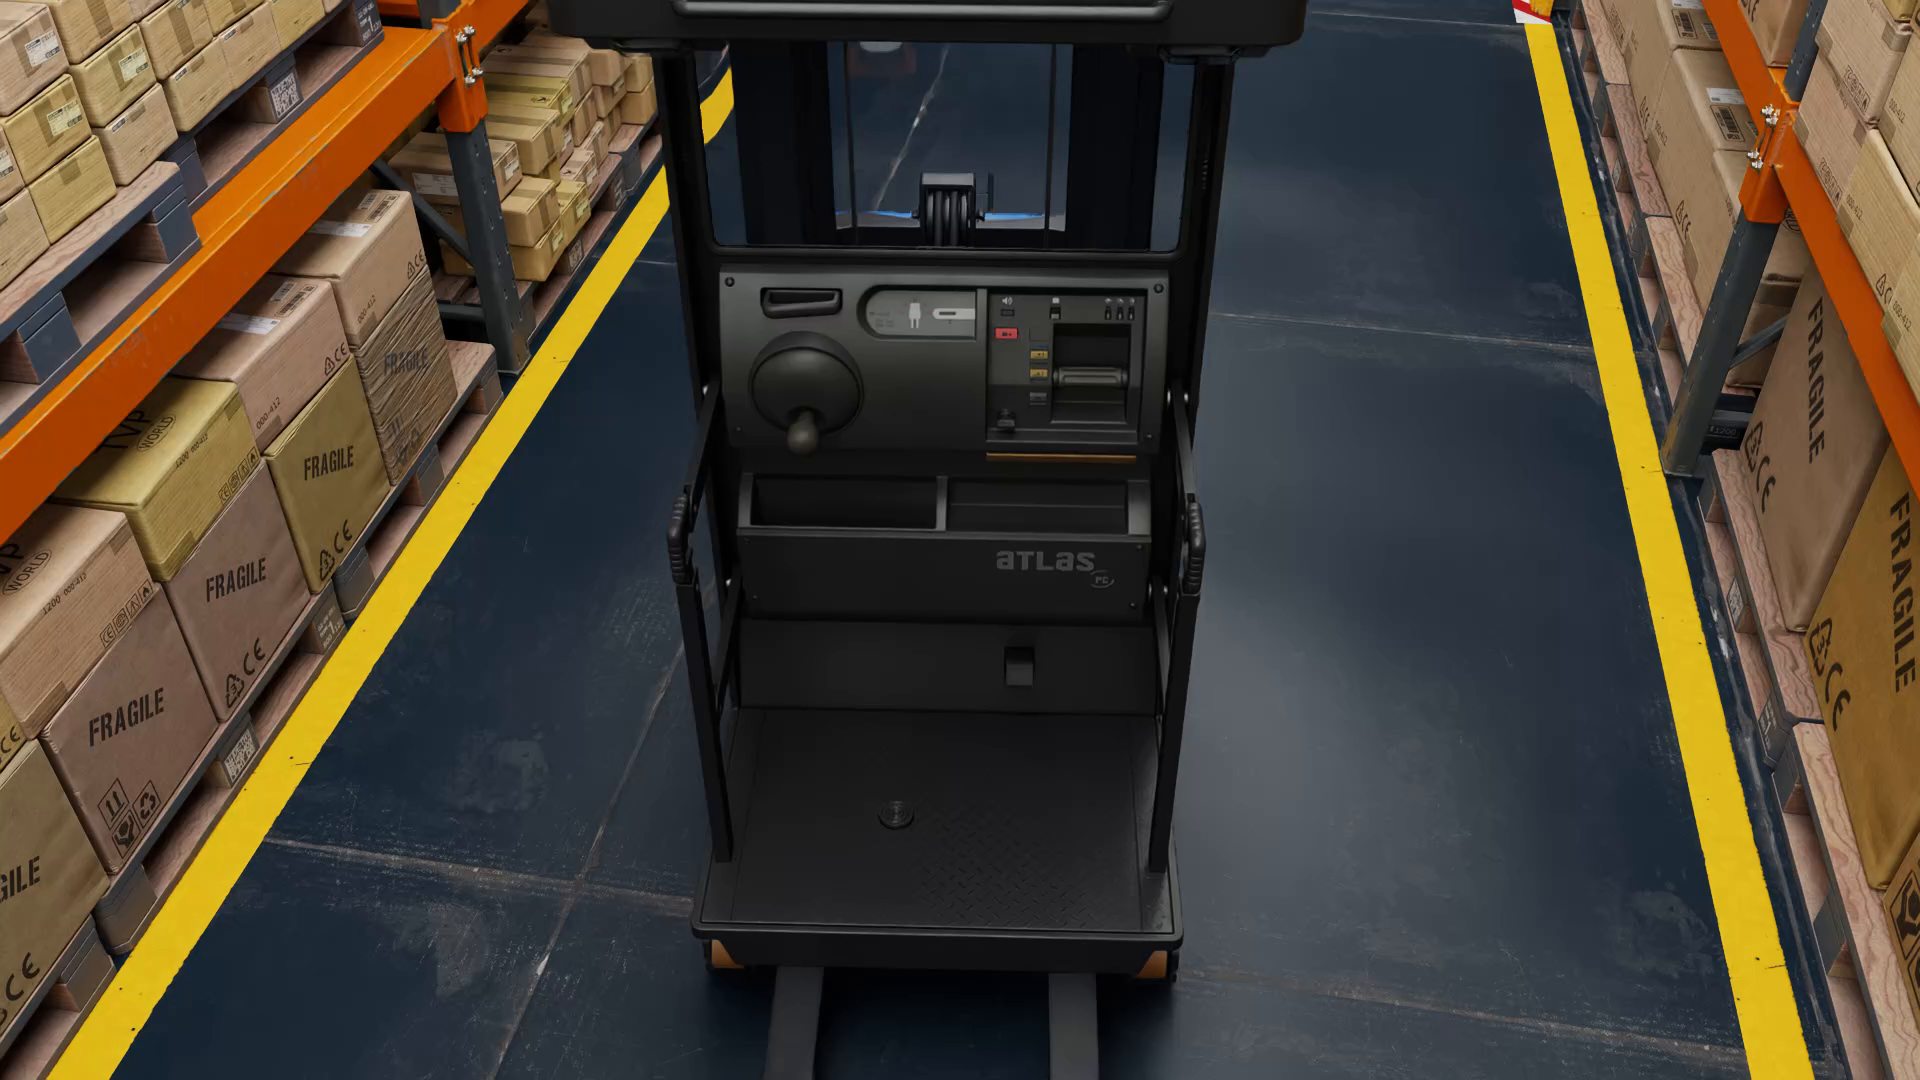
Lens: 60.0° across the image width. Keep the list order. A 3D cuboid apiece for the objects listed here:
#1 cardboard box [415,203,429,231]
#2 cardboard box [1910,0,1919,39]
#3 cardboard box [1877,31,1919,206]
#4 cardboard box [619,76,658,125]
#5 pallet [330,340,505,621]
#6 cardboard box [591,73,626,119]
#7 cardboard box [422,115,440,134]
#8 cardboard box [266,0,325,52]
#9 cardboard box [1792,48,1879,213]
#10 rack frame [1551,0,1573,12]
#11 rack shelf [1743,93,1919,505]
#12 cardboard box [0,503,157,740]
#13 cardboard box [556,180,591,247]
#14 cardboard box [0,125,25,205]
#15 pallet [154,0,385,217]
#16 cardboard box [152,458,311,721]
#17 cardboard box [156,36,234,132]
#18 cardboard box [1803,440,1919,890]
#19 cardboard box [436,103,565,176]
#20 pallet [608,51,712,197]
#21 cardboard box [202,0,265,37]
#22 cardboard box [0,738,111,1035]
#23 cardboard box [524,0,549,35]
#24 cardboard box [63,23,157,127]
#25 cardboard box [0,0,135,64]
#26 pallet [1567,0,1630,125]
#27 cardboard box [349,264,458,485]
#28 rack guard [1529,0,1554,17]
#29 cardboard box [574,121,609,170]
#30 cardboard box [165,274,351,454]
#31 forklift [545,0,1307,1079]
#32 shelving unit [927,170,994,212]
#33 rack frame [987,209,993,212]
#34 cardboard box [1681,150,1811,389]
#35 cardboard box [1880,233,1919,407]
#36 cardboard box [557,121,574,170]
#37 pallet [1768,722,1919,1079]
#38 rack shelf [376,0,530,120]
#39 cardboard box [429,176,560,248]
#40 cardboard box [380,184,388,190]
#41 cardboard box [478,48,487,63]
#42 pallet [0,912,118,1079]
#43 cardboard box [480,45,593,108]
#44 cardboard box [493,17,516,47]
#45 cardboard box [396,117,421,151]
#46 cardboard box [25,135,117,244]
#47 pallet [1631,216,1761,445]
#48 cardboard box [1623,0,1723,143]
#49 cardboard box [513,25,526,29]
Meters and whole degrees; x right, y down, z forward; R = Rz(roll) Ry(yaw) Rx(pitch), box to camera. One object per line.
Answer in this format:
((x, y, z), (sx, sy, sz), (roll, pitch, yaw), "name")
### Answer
((-2.201, -1.333, 6.416), (0.380, 0.149, 0.250), (7, 40, 9), "cardboard box")
((2.412, -1.207, 3.493), (0.500, 0.500, 0.500), (6, 40, 7), "cardboard box")
((2.416, -0.909, 3.721), (0.500, 0.250, 0.500), (7, 40, 8), "cardboard box")
((-1.497, -1.907, 7.110), (0.380, 0.149, 0.250), (5, 40, 6), "cardboard box")
((-2.194, -0.269, 5.409), (1.003, 0.211, 1.213), (6, 40, 8), "pallet")
((-1.600, -1.867, 6.828), (0.380, 0.149, 0.250), (8, 40, 10), "cardboard box")
((-2.256, -1.584, 6.486), (0.380, 0.149, 0.250), (5, 40, 6), "cardboard box")
((-1.979, -1.463, 4.533), (0.380, 0.149, 0.250), (7, 40, 8), "cardboard box")
((2.496, -1.045, 4.278), (0.500, 0.250, 0.500), (6, 40, 7), "cardboard box")
((3.524, -3.860, 7.565), (1.000, 3.000, 0.127), (6, 40, 8), "rack frame")
((2.486, 0.183, 3.240), (1.077, 0.370, 4.000), (6, 40, 8), "rack shelf")
((-2.209, 0.157, 3.749), (0.500, 0.250, 0.500), (7, 40, 8), "cardboard box")
((-1.635, -1.255, 6.322), (0.380, 0.149, 0.250), (8, 40, 9), "cardboard box")
((-2.207, -0.761, 3.450), (0.380, 0.149, 0.250), (8, 40, 9), "cardboard box")
((-2.336, -1.295, 4.612), (1.003, 0.211, 1.213), (6, 40, 8), "pallet")
((-2.123, 0.105, 4.401), (0.500, 0.500, 0.500), (6, 40, 7), "cardboard box")
((-2.068, -1.150, 4.154), (0.380, 0.149, 0.250), (4, 40, 5), "cardboard box")
((2.655, 0.273, 3.904), (0.875, 0.875, 0.875), (7, 40, 9), "cardboard box")
((-1.691, -1.484, 6.132), (0.380, 0.149, 0.250), (8, 40, 10), "cardboard box")
((-1.771, -1.951, 7.444), (1.003, 0.211, 1.213), (6, 40, 8), "pallet")
((-2.025, -1.420, 4.247), (0.380, 0.149, 0.250), (8, 40, 10), "cardboard box")
((-2.296, 0.748, 3.623), (0.500, 0.500, 0.500), (7, 40, 8), "cardboard box")
((-1.583, -2.145, 6.932), (0.380, 0.149, 0.250), (5, 40, 6), "cardboard box")
((-2.115, -1.084, 3.842), (0.380, 0.149, 0.250), (4, 40, 5), "cardboard box")
((-2.121, -1.204, 3.753), (0.380, 0.149, 0.250), (5, 40, 6), "cardboard box")
((3.463, -2.275, 7.836), (1.003, 0.211, 1.213), (6, 40, 8), "pallet")
((-1.941, -0.538, 5.179), (0.500, 0.500, 0.500), (6, 40, 7), "cardboard box")
((3.528, -2.912, 8.380), (1.175, 0.500, 0.348), (6, 40, 8), "rack guard")
((-1.649, -1.582, 6.717), (0.380, 0.149, 0.250), (6, 40, 7), "cardboard box")
((-2.043, -0.503, 4.548), (0.500, 0.250, 0.500), (8, 40, 10), "cardboard box")
((-0.039, -0.292, 3.303), (1.130, 2.935, 3.031), (1, 40, 1), "forklift")
((-0.003, -0.615, 5.170), (0.215, 1.050, 0.252), (1, 40, 1), "shelving unit")
((-0.007, -0.537, 5.076), (0.200, 1.050, 0.008), (1, 40, 1), "rack frame")
((3.046, -0.906, 5.673), (0.875, 0.438, 0.875), (6, 40, 7), "cardboard box")
((2.304, -0.400, 3.498), (0.500, 0.250, 0.500), (6, 40, 7), "cardboard box")
((-1.721, -1.528, 6.418), (0.380, 0.149, 0.250), (6, 40, 7), "cardboard box")
((2.564, 0.985, 3.893), (1.003, 0.211, 1.213), (6, 40, 8), "pallet")
((-1.715, -2.810, 6.859), (1.077, 0.370, 4.000), (6, 40, 8), "rack shelf")
((-1.683, -1.202, 6.024), (0.380, 0.149, 0.250), (8, 40, 10), "cardboard box")
((-2.319, -1.243, 6.073), (0.380, 0.149, 0.250), (7, 40, 9), "cardboard box")
((-2.093, -1.853, 6.578), (0.380, 0.149, 0.250), (8, 40, 9), "cardboard box")
((-2.616, 1.263, 3.557), (1.003, 0.211, 1.213), (6, 40, 8), "pallet")
((-1.673, -1.815, 6.532), (0.380, 0.149, 0.250), (5, 40, 7), "cardboard box")
((-2.102, -2.203, 7.002), (0.380, 0.149, 0.250), (5, 40, 6), "cardboard box")
((-2.250, -1.541, 6.201), (0.380, 0.149, 0.250), (7, 40, 8), "cardboard box")
((-2.157, -0.808, 3.741), (0.380, 0.149, 0.250), (8, 40, 10), "cardboard box")
((3.041, -0.744, 5.984), (1.003, 0.211, 1.213), (6, 40, 8), "pallet")
((3.358, -2.034, 7.037), (0.875, 0.438, 0.875), (7, 40, 9), "cardboard box")
((-1.937, -2.221, 7.257), (0.380, 0.149, 0.250), (8, 40, 10), "cardboard box")
